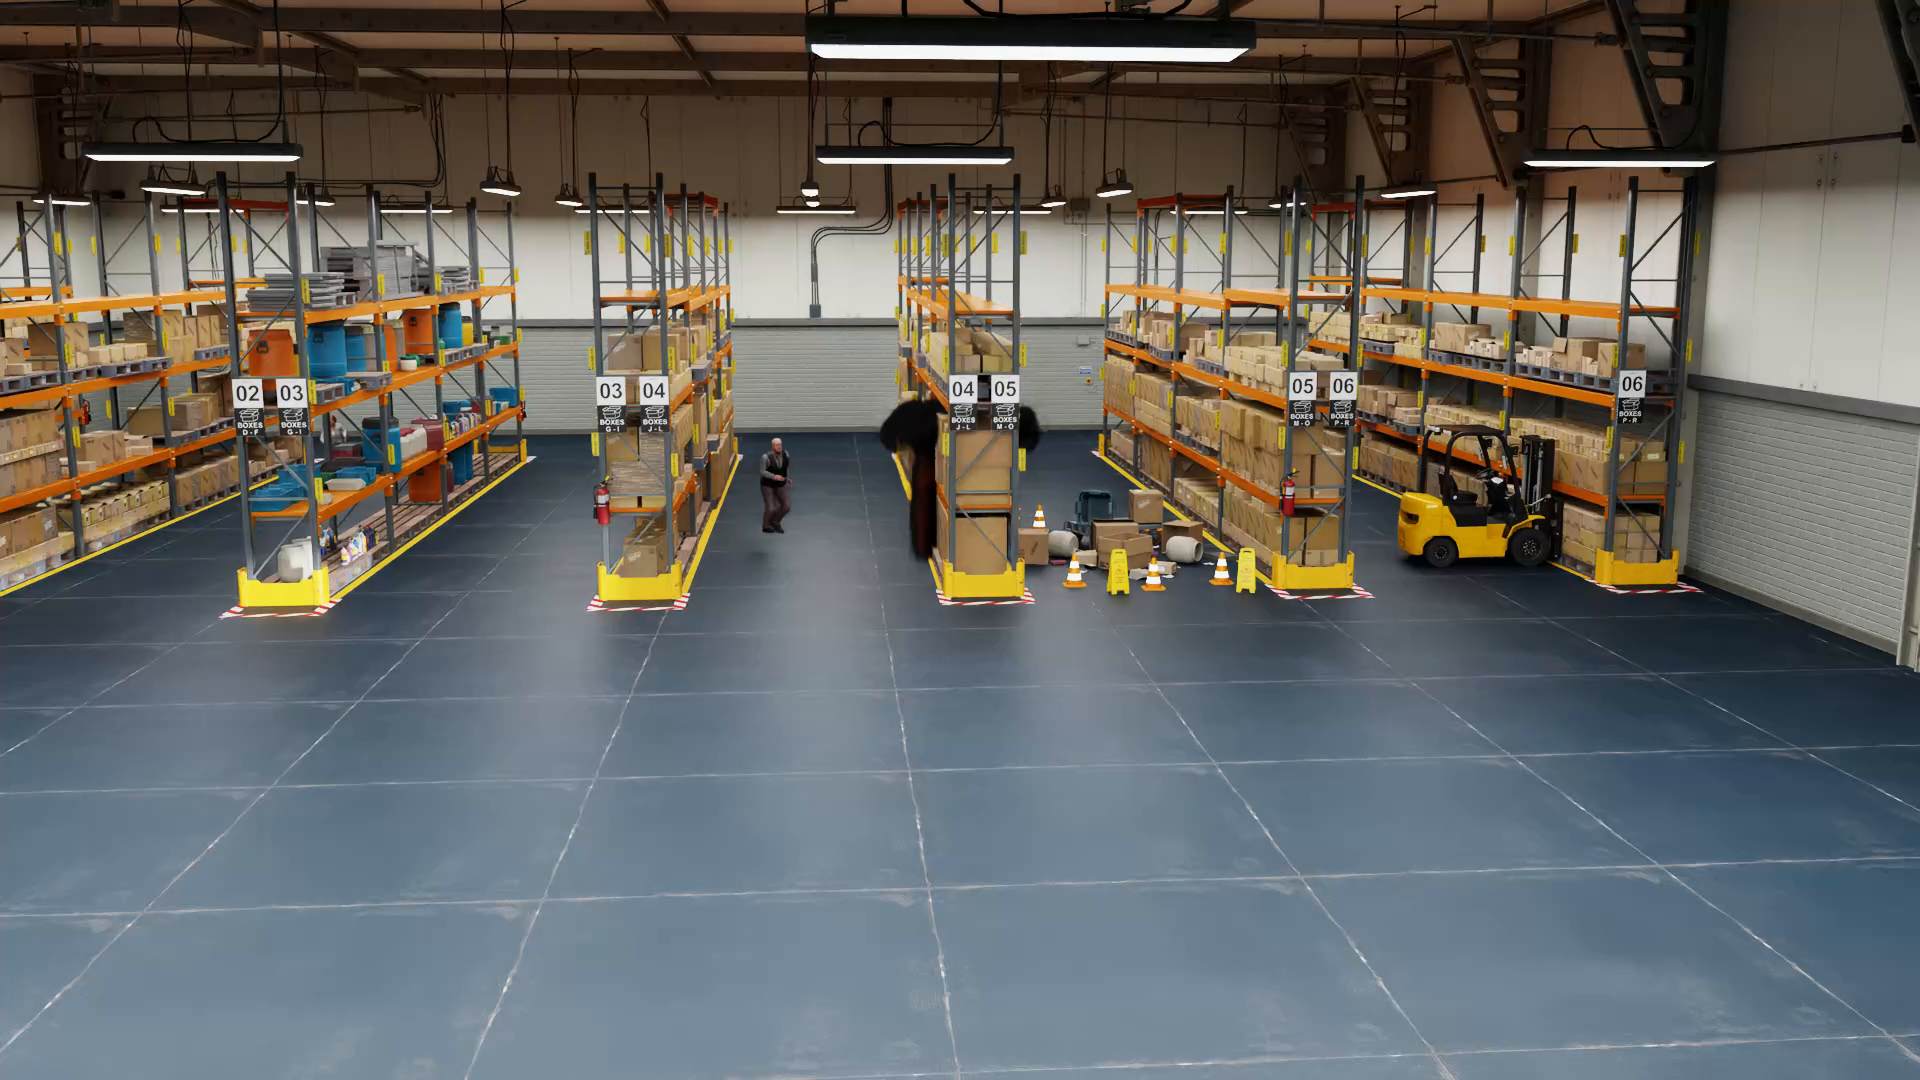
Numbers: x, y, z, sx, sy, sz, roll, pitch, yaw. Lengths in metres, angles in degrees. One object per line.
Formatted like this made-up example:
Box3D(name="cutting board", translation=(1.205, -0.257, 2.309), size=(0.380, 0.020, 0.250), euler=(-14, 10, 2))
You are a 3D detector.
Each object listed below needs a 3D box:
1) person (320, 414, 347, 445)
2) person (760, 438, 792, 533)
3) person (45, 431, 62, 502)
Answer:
Box3D(name="person", translation=(-13.130, -1.885, 34.931), size=(0.548, 1.559, 0.899), euler=(-4, 11, -21))
Box3D(name="person", translation=(-3.036, -0.878, 27.421), size=(0.652, 1.637, 0.778), euler=(-7, 12, -35))
Box3D(name="person", translation=(-18.222, -1.648, 33.169), size=(0.516, 1.718, 0.855), euler=(-1, 10, -7))
